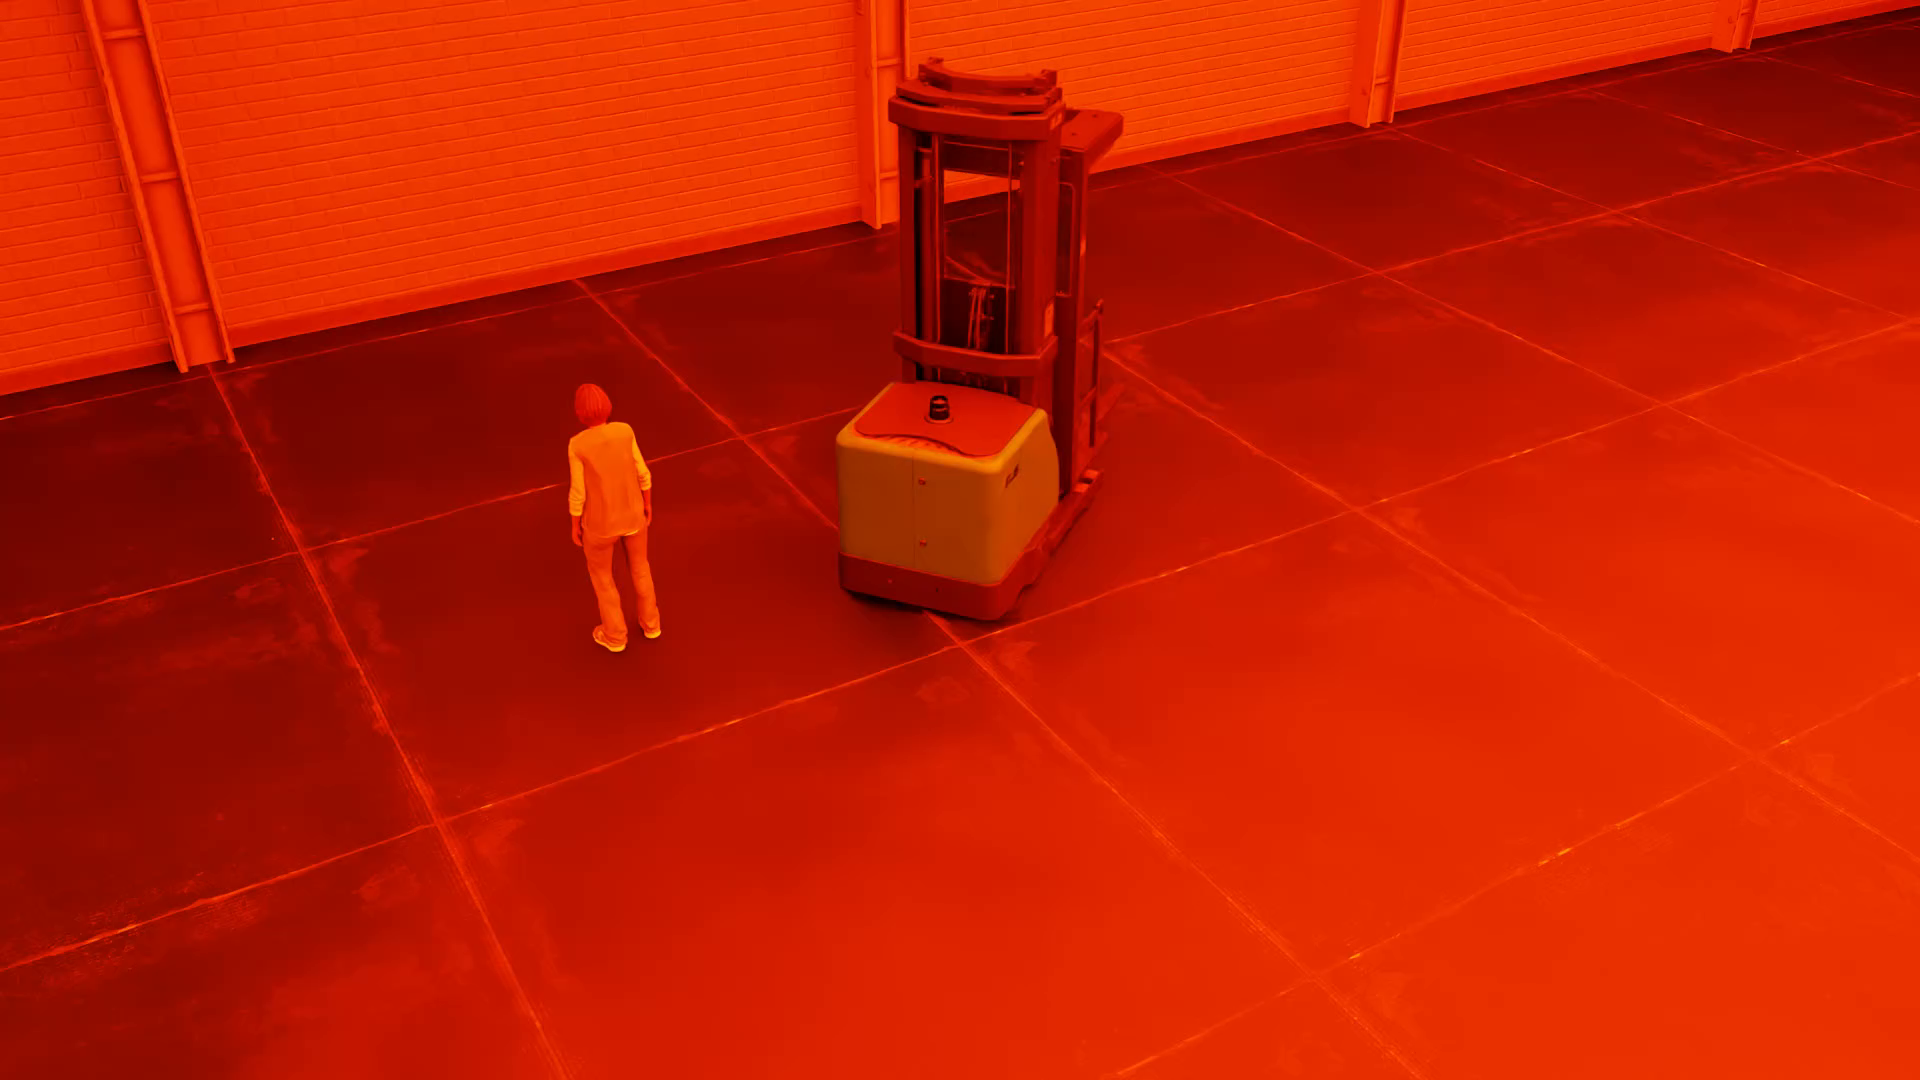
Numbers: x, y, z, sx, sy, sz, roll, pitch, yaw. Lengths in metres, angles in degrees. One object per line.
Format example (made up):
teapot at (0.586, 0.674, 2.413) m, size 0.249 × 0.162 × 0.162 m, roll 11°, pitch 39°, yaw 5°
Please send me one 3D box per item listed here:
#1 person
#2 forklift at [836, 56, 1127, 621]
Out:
person at (-1.911, -0.109, 9.134) m, size 0.474 × 1.592 × 0.348 m, roll -18°, pitch 35°, yaw -28°
forklift at (0.309, -1.536, 10.212) m, size 1.130 × 2.935 × 3.031 m, roll 12°, pitch 33°, yaw 19°
